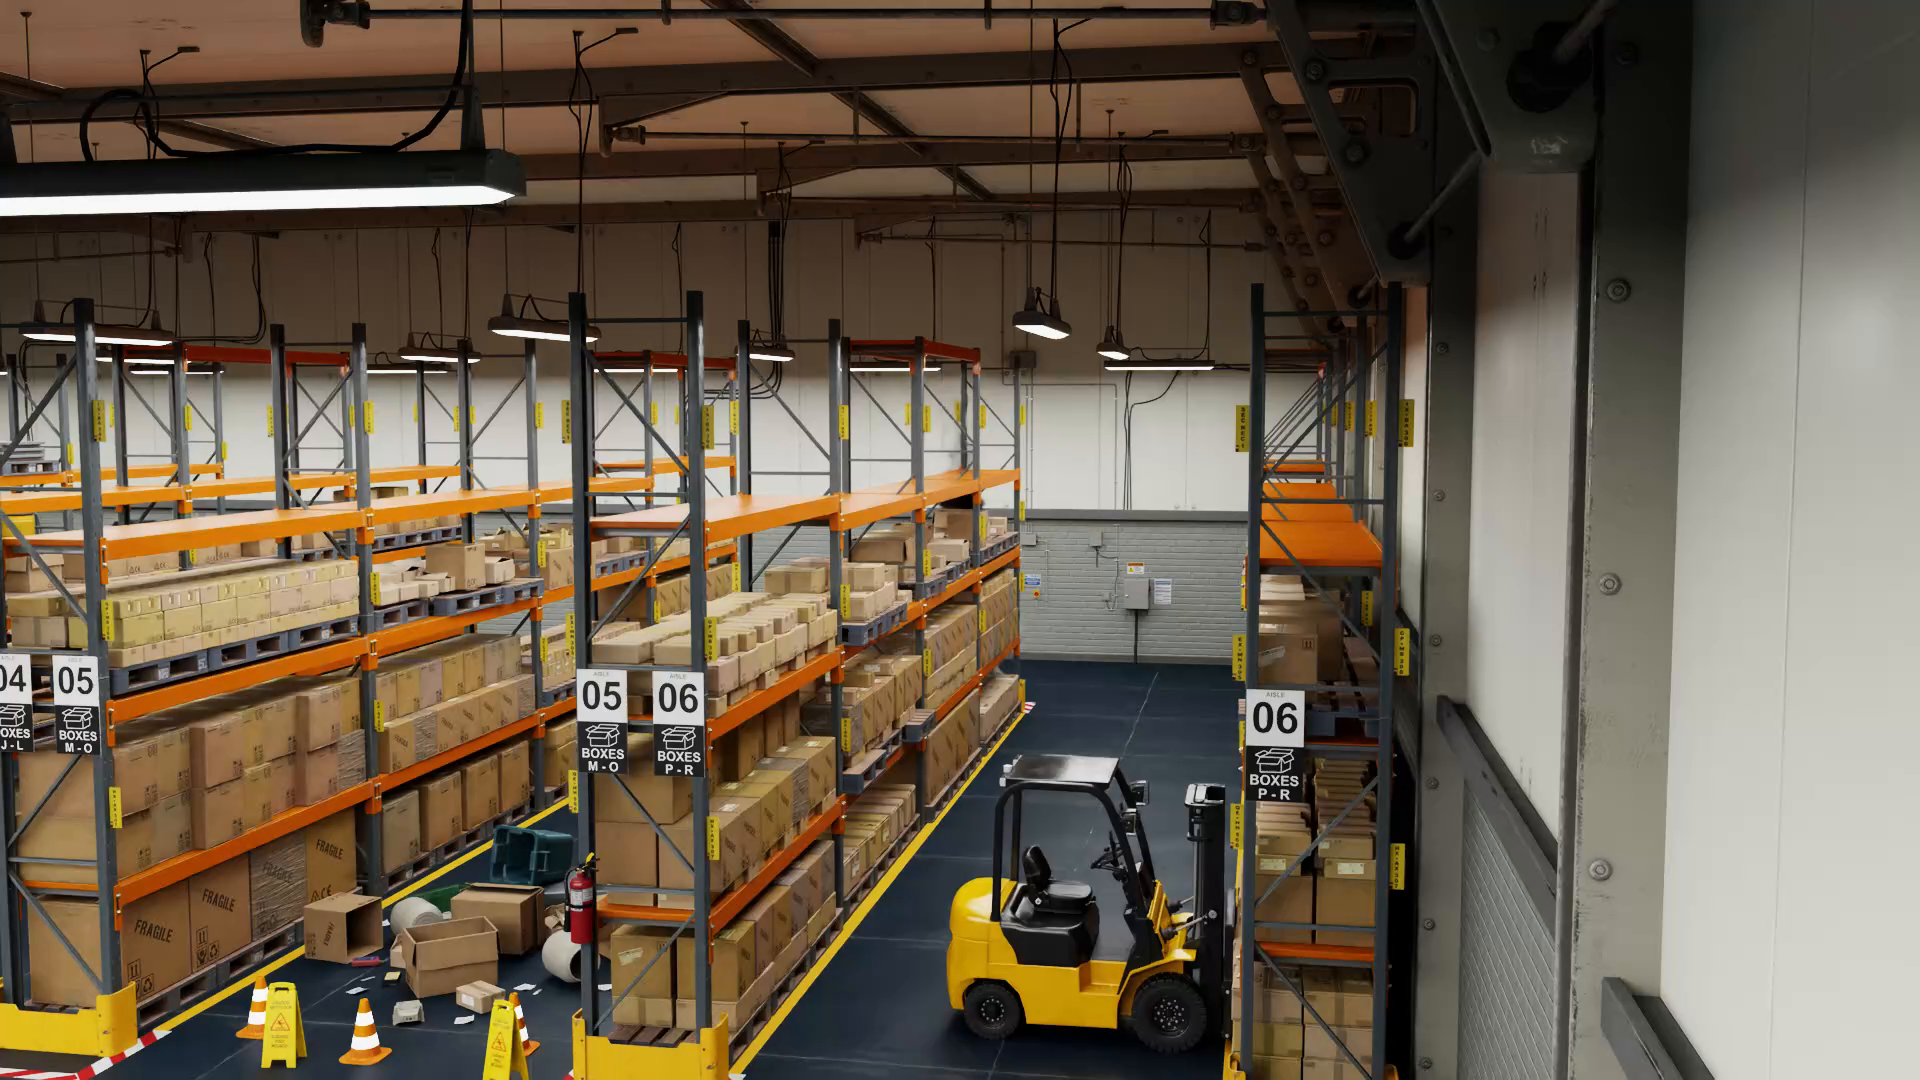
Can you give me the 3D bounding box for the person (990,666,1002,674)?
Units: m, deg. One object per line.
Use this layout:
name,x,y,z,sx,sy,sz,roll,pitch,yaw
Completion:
person,0.507,1.940,29.689,0.747,1.757,0.546,0,5,3
